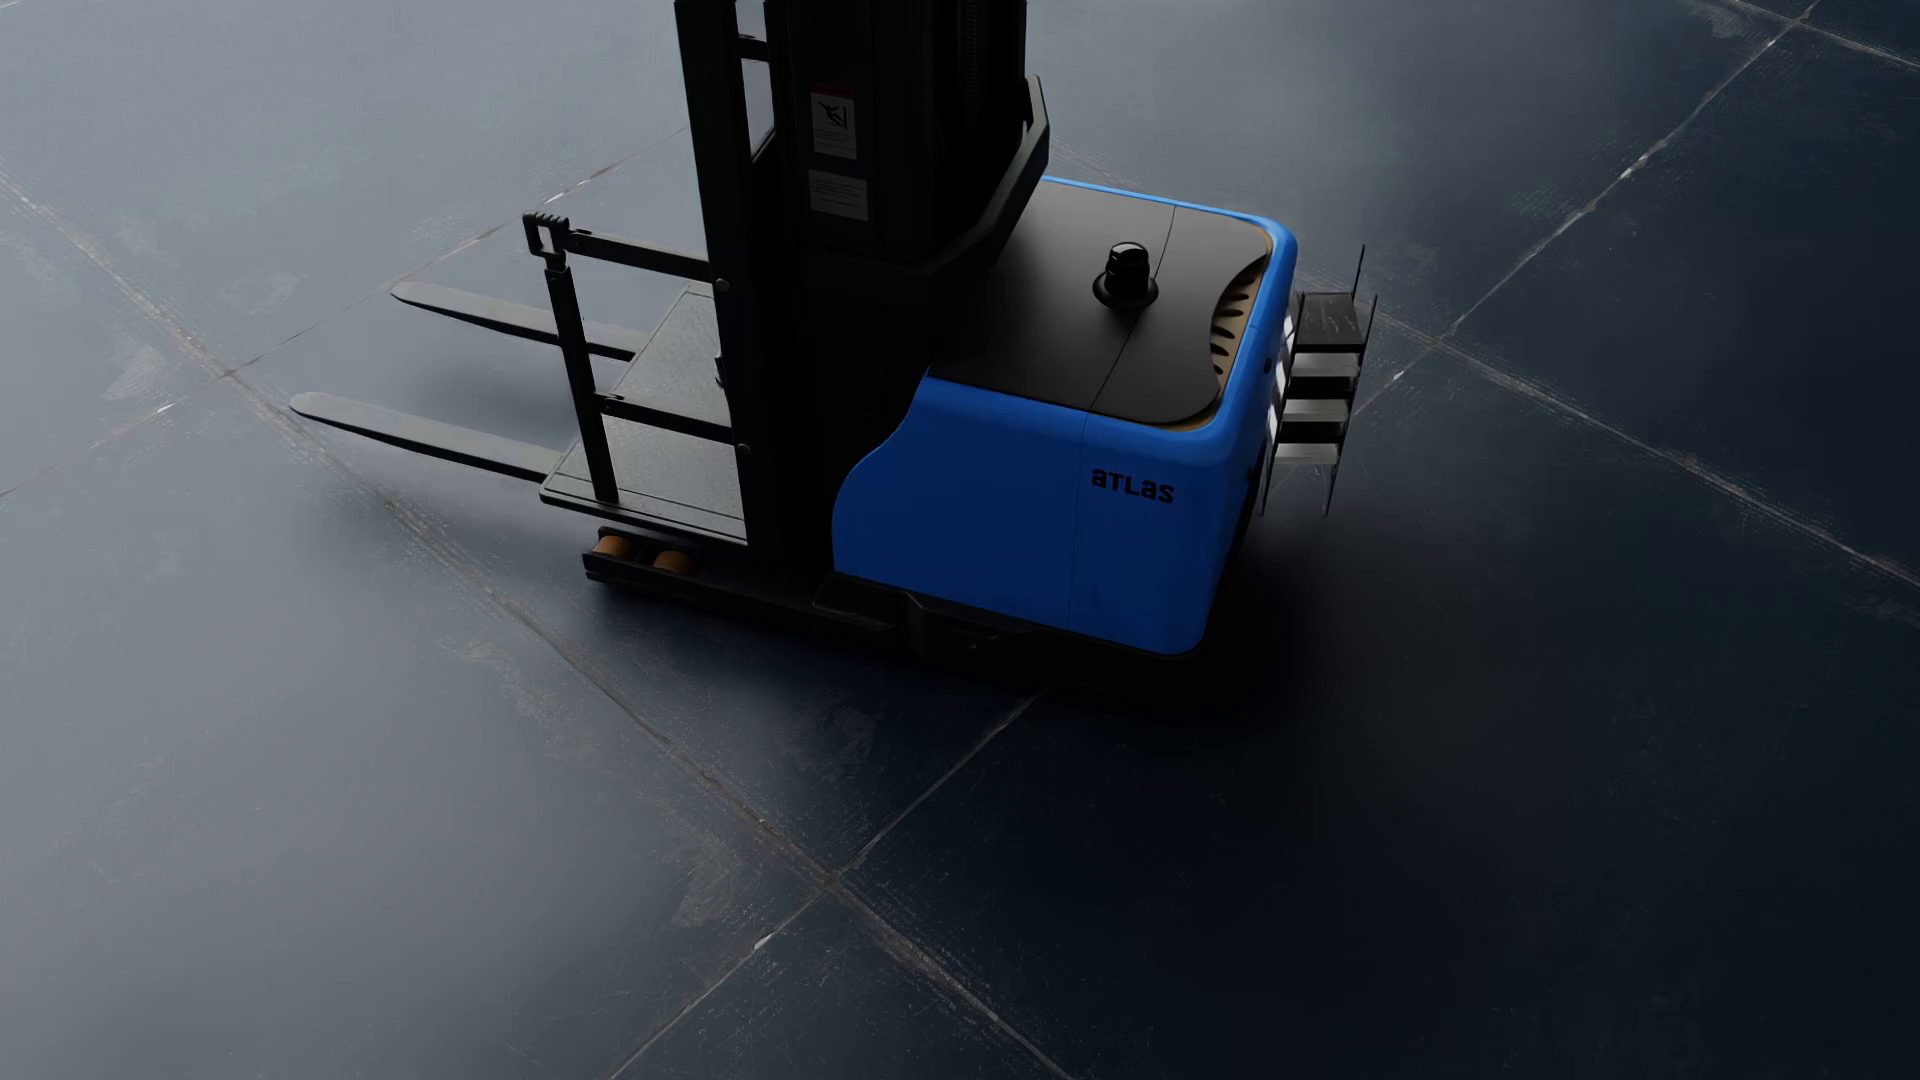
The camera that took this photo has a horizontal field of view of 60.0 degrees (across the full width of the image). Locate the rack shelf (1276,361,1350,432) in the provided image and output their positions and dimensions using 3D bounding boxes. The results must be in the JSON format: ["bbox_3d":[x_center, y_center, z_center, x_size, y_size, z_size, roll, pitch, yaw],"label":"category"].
[{"bbox_3d":[1.068,-0.444,5.095,0.200,0.077,0.258,0,47,0],"label":"rack shelf"}]

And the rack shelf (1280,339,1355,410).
[{"bbox_3d":[1.068,-0.506,5.030,0.200,0.077,0.258,0,47,0],"label":"rack shelf"}]

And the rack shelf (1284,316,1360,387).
[{"bbox_3d":[1.068,-0.567,4.964,0.200,0.077,0.258,0,47,0],"label":"rack shelf"}]

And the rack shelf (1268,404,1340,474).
[{"bbox_3d":[1.068,-0.321,5.227,0.200,0.077,0.258,0,47,0],"label":"rack shelf"}]

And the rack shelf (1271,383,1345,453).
[{"bbox_3d":[1.068,-0.382,5.161,0.200,0.077,0.258,0,47,0],"label":"rack shelf"}]

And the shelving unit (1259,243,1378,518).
[{"bbox_3d":[1.068,-0.467,5.071,0.210,0.900,0.258,0,47,0],"label":"shelving unit"}]

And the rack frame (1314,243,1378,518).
[{"bbox_3d":[1.170,-0.467,5.071,0.006,0.900,0.240,0,47,0],"label":"rack frame"}]

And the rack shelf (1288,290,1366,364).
[{"bbox_3d":[1.068,-0.629,4.898,0.200,0.077,0.258,0,47,0],"label":"rack shelf"}]

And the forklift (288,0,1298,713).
[{"bbox_3d":[-0.624,-1.161,4.329,3.031,2.935,1.130,14,48,13],"label":"forklift"}]

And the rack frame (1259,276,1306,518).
[{"bbox_3d":[0.966,-0.467,5.071,0.006,0.900,0.240,0,47,0],"label":"rack frame"}]
